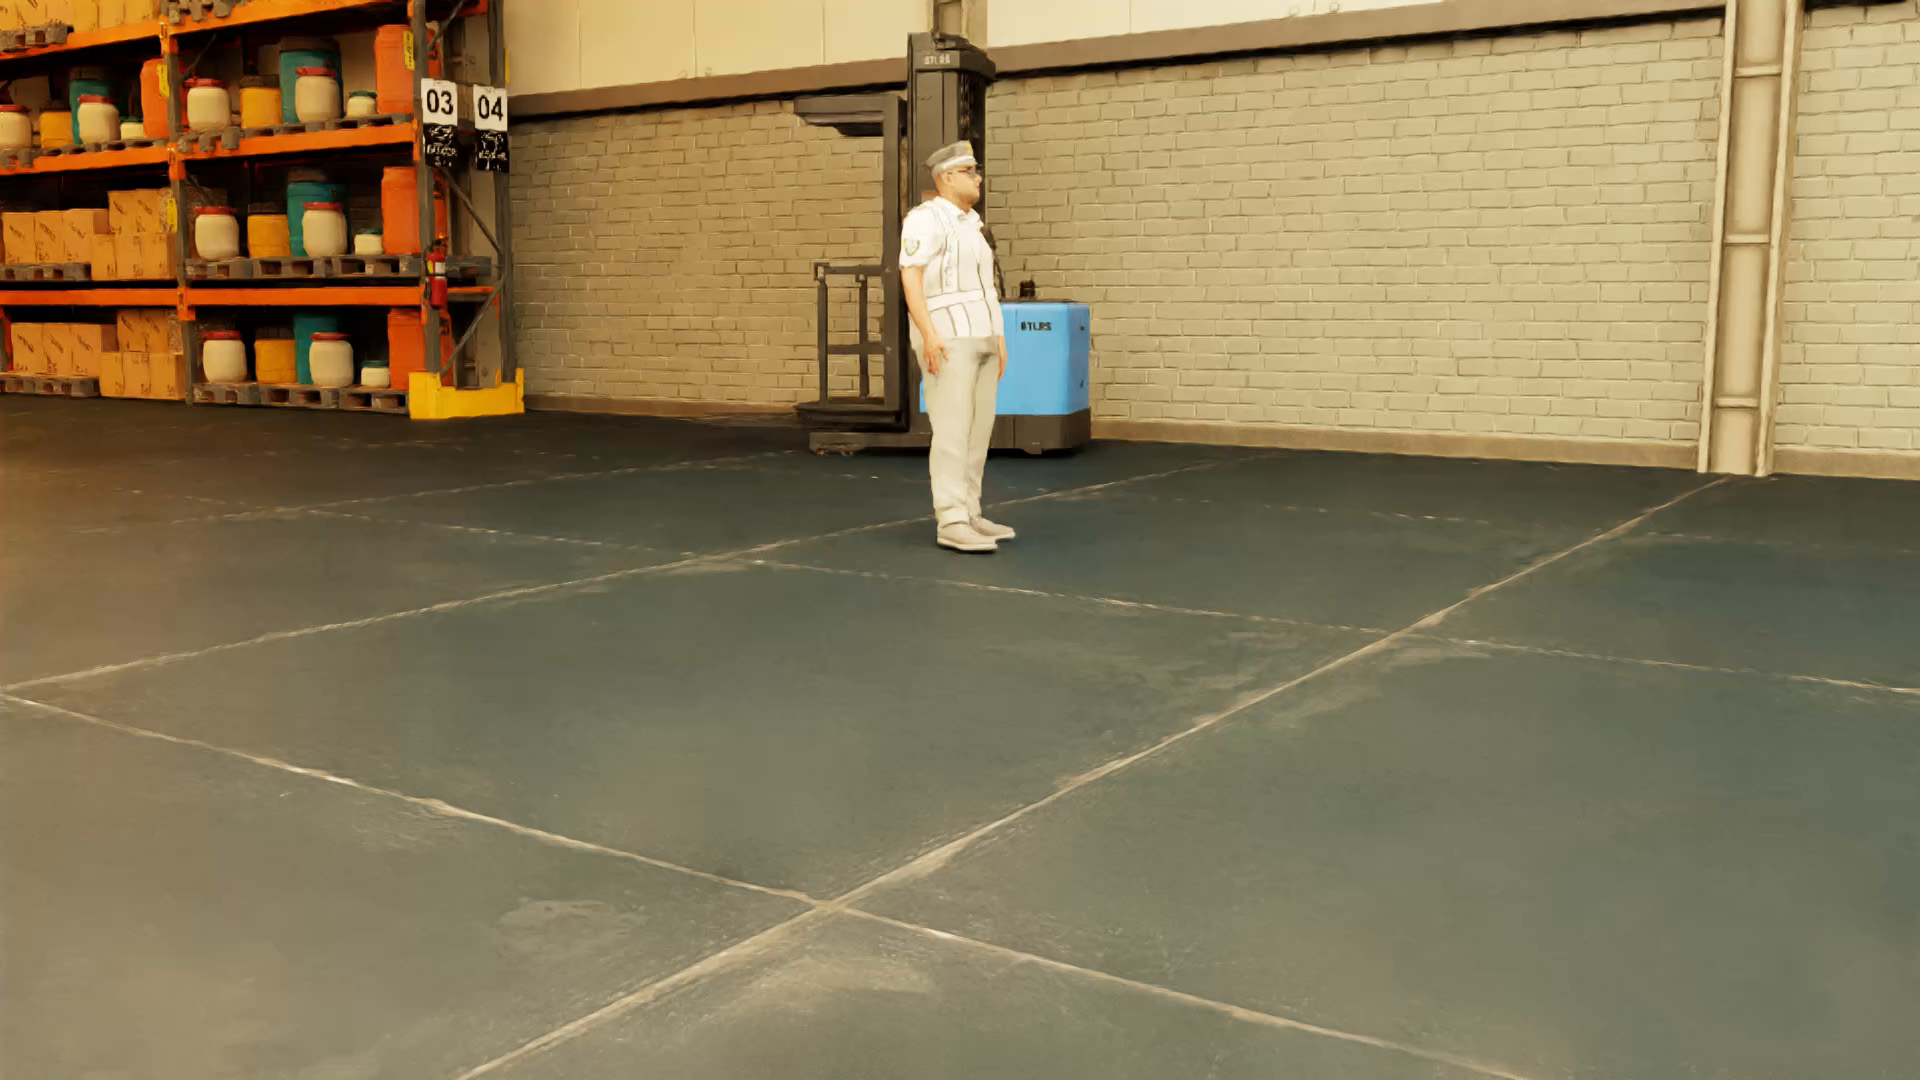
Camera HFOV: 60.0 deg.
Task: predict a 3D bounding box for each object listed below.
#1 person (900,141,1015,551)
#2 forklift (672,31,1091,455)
[{"bbox_3d":[0.058,-0.881,7.424,0.574,1.778,0.640,5,10,34],"label":"person"},{"bbox_3d":[-0.599,-2.127,12.154,3.031,2.935,1.130,2,8,14],"label":"forklift"}]
